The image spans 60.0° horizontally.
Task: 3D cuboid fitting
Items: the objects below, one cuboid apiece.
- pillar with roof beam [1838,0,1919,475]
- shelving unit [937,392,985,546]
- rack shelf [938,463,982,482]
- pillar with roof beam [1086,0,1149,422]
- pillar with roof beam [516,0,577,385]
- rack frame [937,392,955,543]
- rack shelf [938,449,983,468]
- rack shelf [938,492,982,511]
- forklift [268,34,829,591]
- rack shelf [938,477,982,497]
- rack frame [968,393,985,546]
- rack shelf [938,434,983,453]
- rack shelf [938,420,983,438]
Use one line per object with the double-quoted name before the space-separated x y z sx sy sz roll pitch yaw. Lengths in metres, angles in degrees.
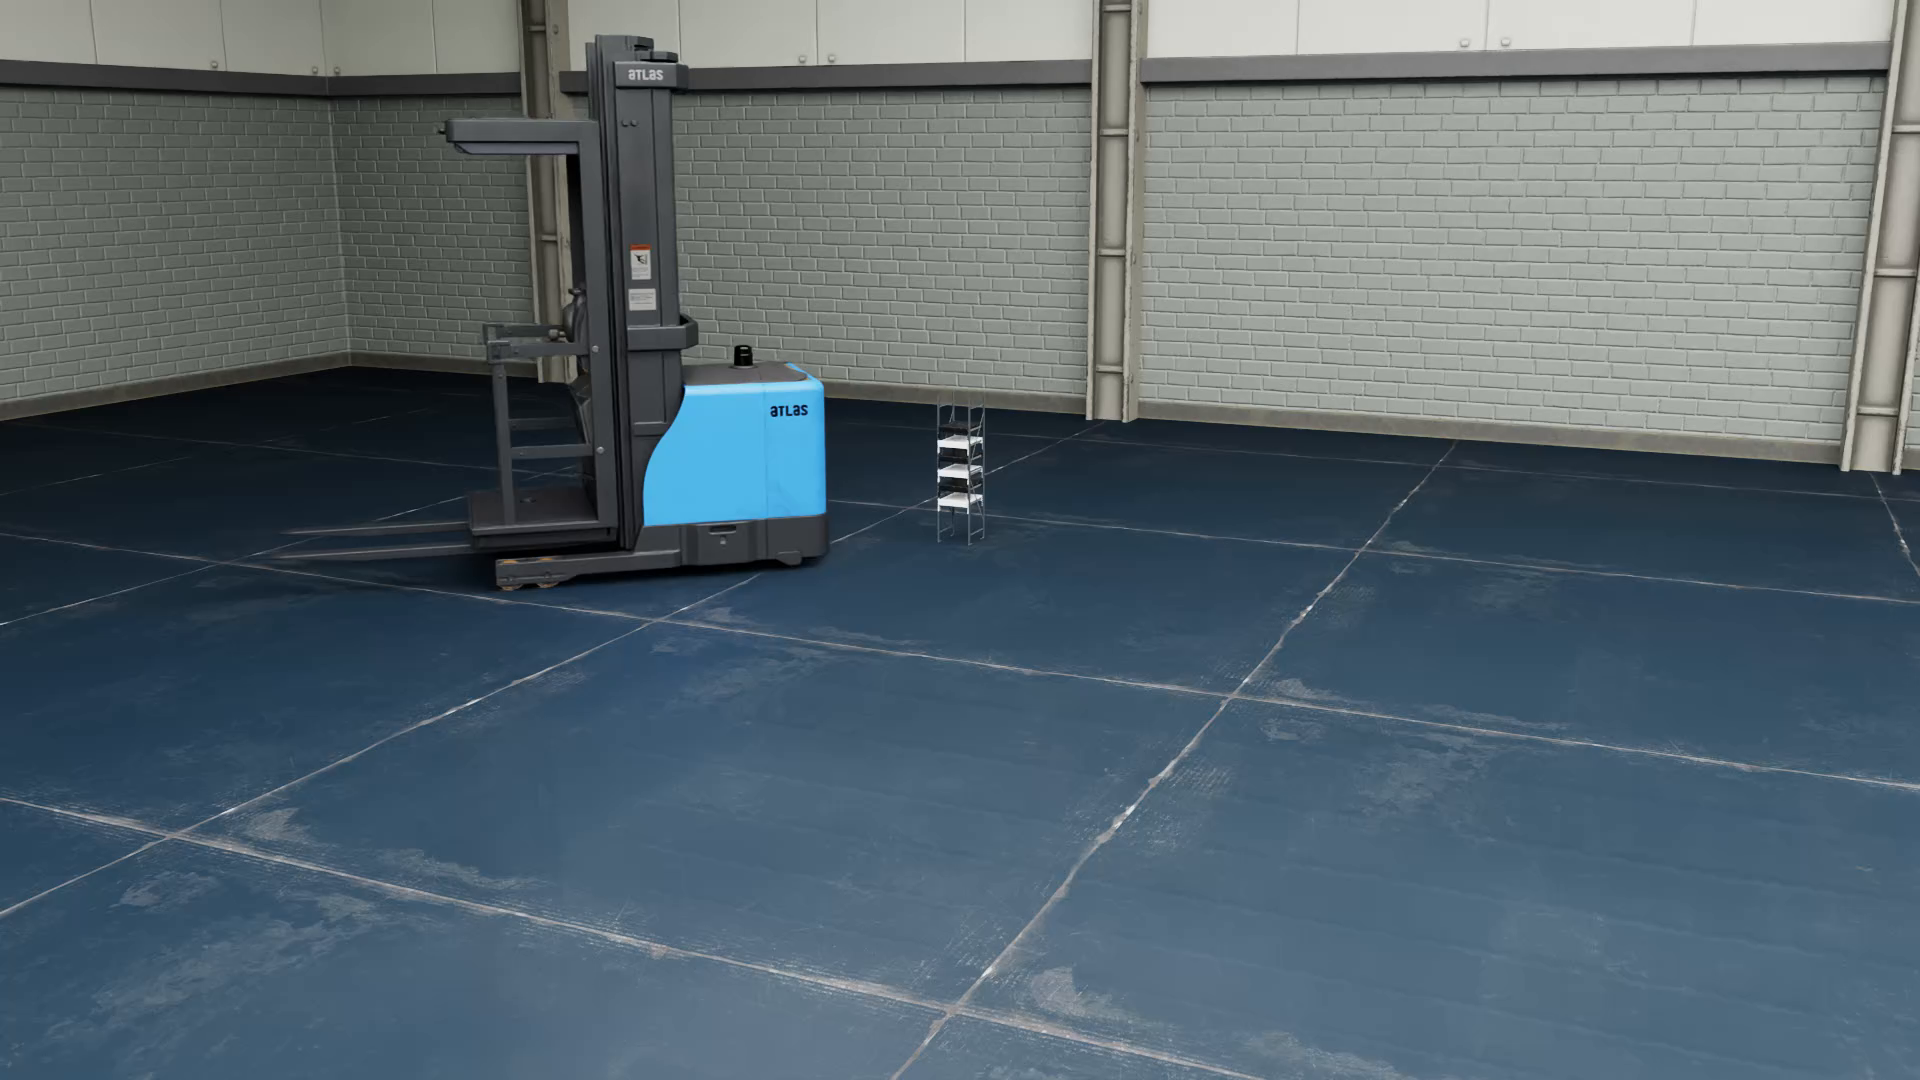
"pillar with roof beam" 5.104 -4.015 7.668 0.400 9.000 9.100 6 14 23
"shelving unit" 0.007 -0.437 10.149 0.210 0.900 0.258 6 14 23
"rack shelf" 0.007 -0.405 10.156 0.200 0.077 0.258 6 14 23
"pillar with roof beam" -0.382 -4.570 10.034 0.400 9.000 9.100 6 14 23
"pillar with roof beam" -5.868 -5.126 12.400 0.400 9.000 9.100 6 14 23
"rack frame" -0.086 -0.447 10.189 0.006 0.900 0.240 6 14 23
"rack shelf" 0.007 -0.493 10.136 0.200 0.077 0.258 6 14 23
"rack shelf" 0.007 -0.230 10.198 0.200 0.077 0.258 6 14 23
"forklift" -2.333 -1.285 9.316 3.031 2.935 1.130 -4 14 -16
"rack shelf" 0.007 -0.317 10.177 0.200 0.077 0.258 6 14 23
"rack frame" 0.100 -0.428 10.109 0.006 0.900 0.240 6 14 23
"rack shelf" 0.007 -0.580 10.115 0.200 0.077 0.258 6 14 23
"rack shelf" 0.007 -0.668 10.095 0.200 0.077 0.258 6 14 23
